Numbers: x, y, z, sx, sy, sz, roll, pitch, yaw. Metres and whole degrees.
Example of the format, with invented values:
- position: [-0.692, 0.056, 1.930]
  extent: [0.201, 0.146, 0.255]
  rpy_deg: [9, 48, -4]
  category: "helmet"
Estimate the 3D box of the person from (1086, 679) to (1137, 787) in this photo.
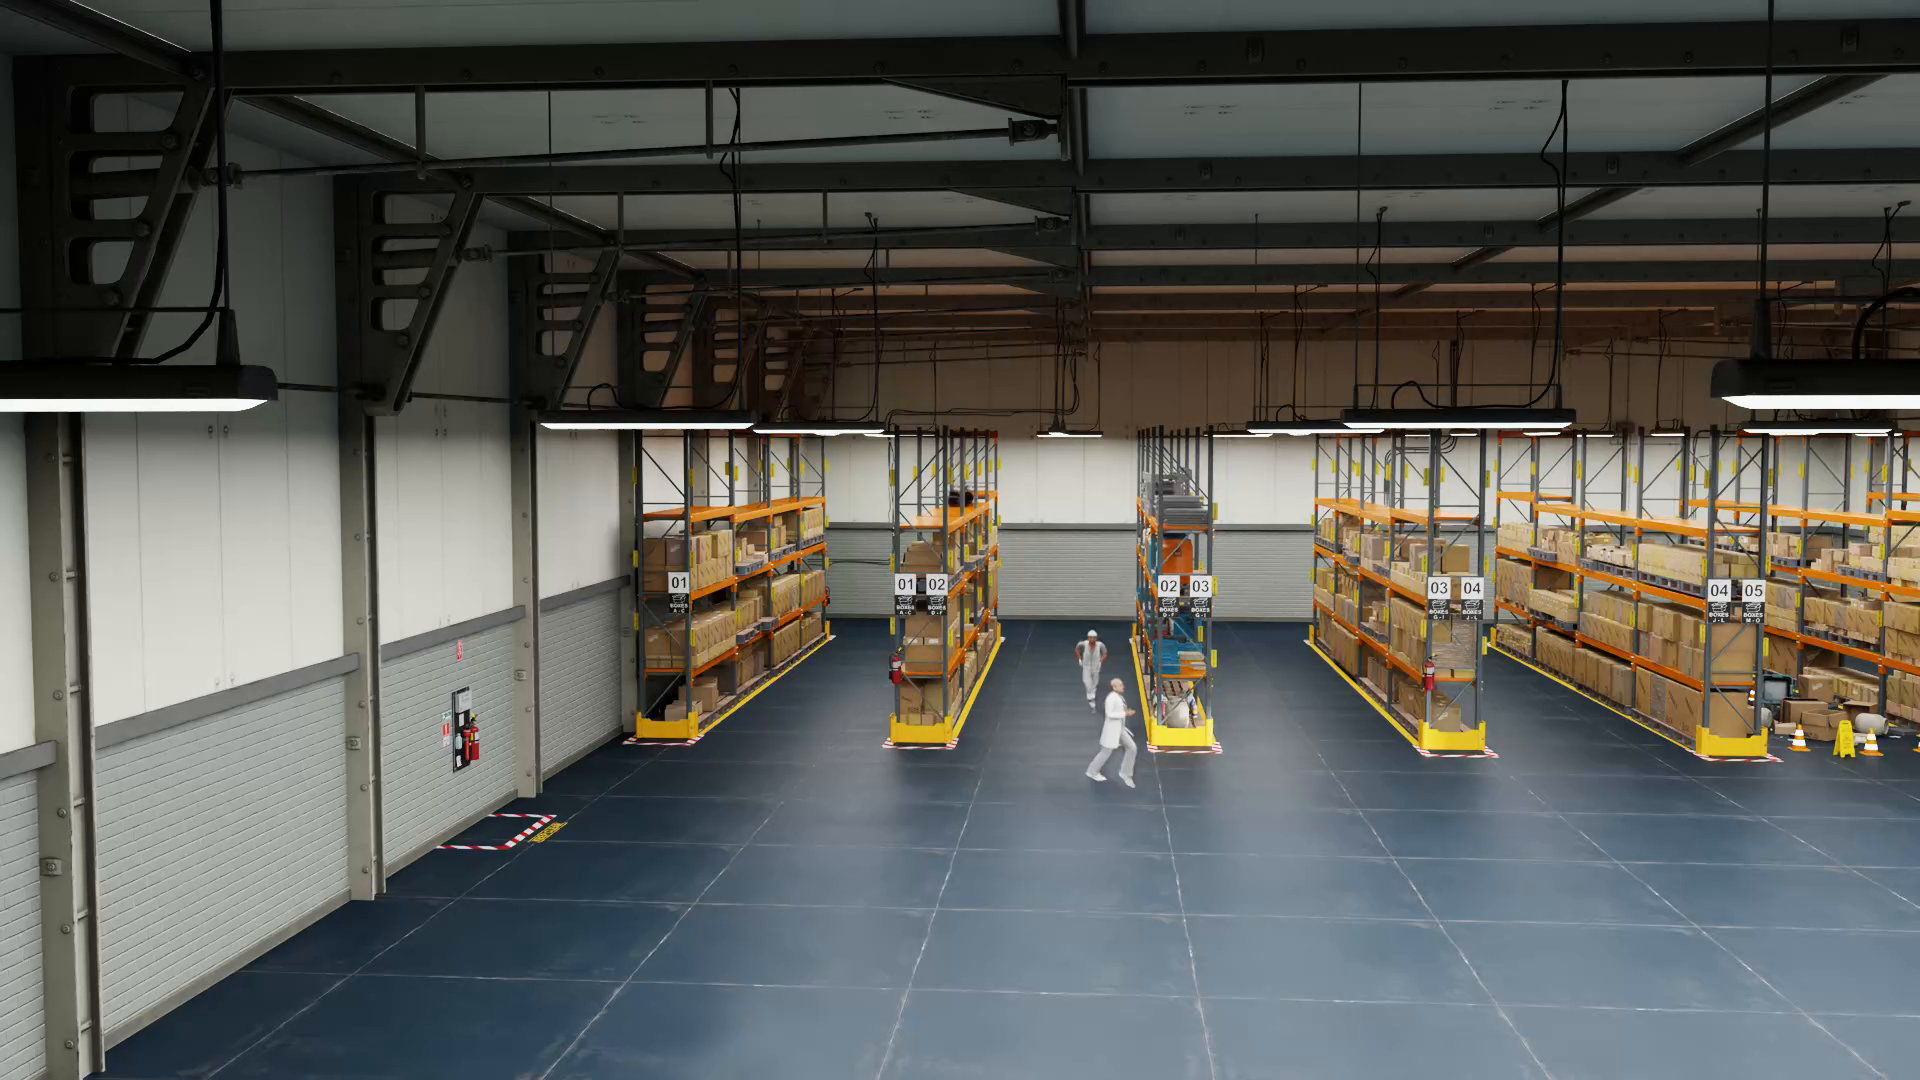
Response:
- position: [2.485, 3.199, 27.498]
  extent: [0.896, 1.836, 0.681]
  rpy_deg: [2, 4, 30]
  category: "person"

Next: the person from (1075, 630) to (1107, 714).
- position: [2.773, 2.762, 35.214]
  extent: [0.670, 1.780, 0.996]
  rpy_deg: [0, 3, 2]
  category: "person"

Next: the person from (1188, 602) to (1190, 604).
- position: [6.899, 1.876, 49.526]
  extent: [0.725, 1.835, 0.636]
  rpy_deg: [1, 4, 19]
  category: "person"

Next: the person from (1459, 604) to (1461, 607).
- position: [13.381, 2.186, 43.623]
  extent: [0.665, 1.774, 0.941]
  rpy_deg: [0, 3, 5]
  category: "person"
